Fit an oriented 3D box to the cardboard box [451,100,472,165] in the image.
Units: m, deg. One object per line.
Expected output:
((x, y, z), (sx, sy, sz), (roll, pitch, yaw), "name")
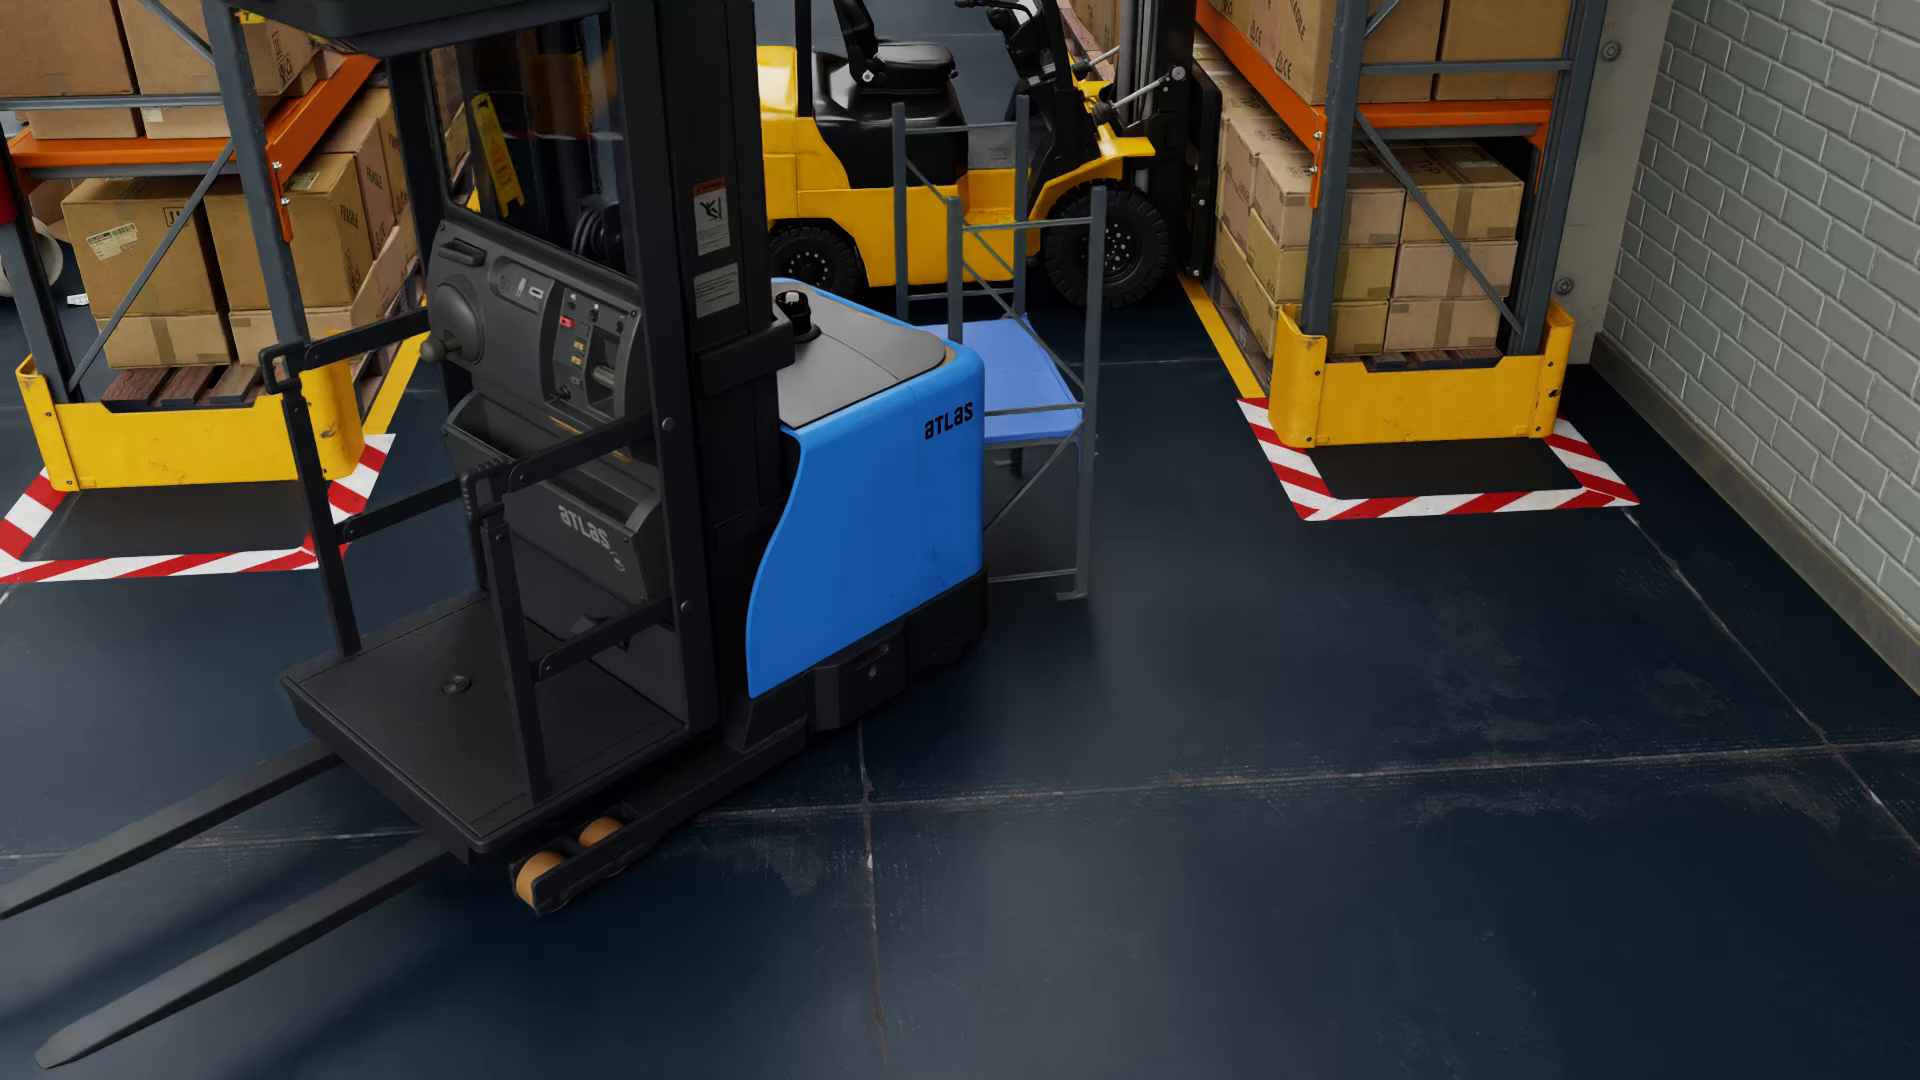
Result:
((-3.084, -2.307, 9.459), (0.500, 0.250, 0.500), (-1, 31, -2), "cardboard box")

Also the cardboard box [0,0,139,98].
((-3.358, -1.988, 6.266), (0.500, 0.500, 0.500), (-3, 31, -5), "cardboard box")

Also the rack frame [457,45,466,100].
((-3.407, -3.596, 9.345), (1.000, 3.000, 0.127), (-3, 31, -5), "rack frame")

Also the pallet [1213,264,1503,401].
((1.795, -0.985, 7.693), (1.003, 0.211, 1.213), (-3, 31, -5), "pallet")

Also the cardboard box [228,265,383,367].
((-2.833, -0.979, 7.236), (0.500, 0.250, 0.500), (-3, 31, -5), "cardboard box")

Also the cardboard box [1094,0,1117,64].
((1.410, -3.659, 11.357), (0.875, 0.625, 0.625), (-3, 31, -5), "cardboard box")

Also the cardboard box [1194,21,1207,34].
((1.305, -2.741, 9.211), (0.500, 0.250, 0.500), (-3, 31, -5), "cardboard box")

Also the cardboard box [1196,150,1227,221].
((1.447, -1.761, 8.057), (0.500, 0.250, 0.500), (-3, 31, -6), "cardboard box")

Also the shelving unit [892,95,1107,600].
((0.106, -0.681, 5.927), (0.538, 1.500, 1.048), (-6, 31, -10), "shelving unit")

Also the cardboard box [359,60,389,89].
((-2.986, -2.109, 8.396), (0.500, 0.500, 0.500), (-1, 31, -2), "cardboard box")

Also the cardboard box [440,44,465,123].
((-3.084, -2.629, 9.266), (0.500, 0.500, 0.500), (-3, 31, -5), "cardboard box")

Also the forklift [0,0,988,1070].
((-1.289, -0.539, 4.294), (1.130, 2.935, 3.031), (26, 40, 36), "forklift")

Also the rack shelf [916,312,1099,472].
((0.106, -0.526, 6.019), (0.538, 0.185, 1.000), (-6, 31, -10), "rack shelf")

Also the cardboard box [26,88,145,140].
((-3.281, -1.627, 6.293), (0.380, 0.149, 0.250), (-2, 31, -3), "cardboard box")

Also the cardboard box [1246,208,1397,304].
((1.552, -1.242, 7.188), (0.500, 0.250, 0.500), (-3, 31, -5), "cardboard box")

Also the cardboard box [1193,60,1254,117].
((1.405, -2.220, 8.338), (0.500, 0.250, 0.500), (-3, 31, -6), "cardboard box")

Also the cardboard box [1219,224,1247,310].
((1.513, -1.273, 7.727), (0.500, 0.250, 0.500), (-3, 31, -5), "cardboard box")

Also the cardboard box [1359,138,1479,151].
((2.002, -1.732, 7.522), (0.500, 0.250, 0.500), (-3, 31, -5), "cardboard box")

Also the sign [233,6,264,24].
((-2.493, -1.952, 5.748), (0.100, 0.325, 0.005), (-3, 31, -5), "sign")

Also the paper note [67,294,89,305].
((-4.341, -1.200, 8.230), (0.142, 0.019, 0.148), (-14, 33, -22), "paper note")

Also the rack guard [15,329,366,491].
((-3.040, -0.520, 6.632), (1.175, 0.500, 0.348), (-3, 31, -5), "rack guard")

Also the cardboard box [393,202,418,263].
((-2.937, -1.518, 8.138), (0.500, 0.250, 0.500), (-1, 31, -1), "cardboard box")

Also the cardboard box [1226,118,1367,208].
((1.501, -1.703, 7.473), (0.500, 0.250, 0.500), (-2, 31, -4), "cardboard box")

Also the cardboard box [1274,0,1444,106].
((1.601, -2.075, 6.702), (0.500, 0.500, 0.500), (-3, 31, -6), "cardboard box")

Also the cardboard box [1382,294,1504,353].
((2.057, -1.054, 7.361), (0.500, 0.250, 0.500), (-3, 31, -4), "cardboard box")

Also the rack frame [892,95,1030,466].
((0.004, -0.936, 6.355), (0.500, 1.500, 0.032), (-6, 31, -10), "rack frame")

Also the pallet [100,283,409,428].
((-3.081, -0.812, 7.404), (1.003, 0.211, 1.213), (-3, 31, -5), "pallet")

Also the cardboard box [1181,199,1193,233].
((1.404, -1.793, 8.598), (0.500, 0.250, 0.500), (-2, 31, -3), "cardboard box")

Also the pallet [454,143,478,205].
((-3.309, -2.058, 9.489), (1.003, 0.211, 1.213), (-3, 31, -5), "pallet")

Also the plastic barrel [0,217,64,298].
((-4.733, -1.430, 8.231), (0.512, 0.421, 0.421), (20, 36, 29), "plastic barrel")

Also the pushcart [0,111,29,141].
((-5.672, -2.336, 9.792), (1.648, 0.377, 0.936), (-14, 33, -22), "pushcart")

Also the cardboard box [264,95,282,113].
((-2.897, -1.758, 6.513), (0.380, 0.149, 0.250), (-2, 31, -4), "cardboard box")

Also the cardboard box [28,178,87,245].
((-4.661, -1.912, 8.961), (0.500, 0.500, 0.500), (20, 36, 29), "cardboard box")

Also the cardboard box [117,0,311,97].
((-2.801, -1.980, 6.252), (0.500, 0.500, 0.500), (-3, 31, -5), "cardboard box")

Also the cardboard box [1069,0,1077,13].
((1.275, -4.387, 12.575), (0.875, 0.625, 0.625), (-2, 31, -3), "cardboard box")

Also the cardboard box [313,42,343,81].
((-2.818, -2.029, 6.966), (0.380, 0.149, 0.250), (-2, 31, -4), "cardboard box")

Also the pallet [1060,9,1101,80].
((1.310, -3.637, 12.134), (1.003, 0.211, 1.213), (-3, 31, -5), "pallet")

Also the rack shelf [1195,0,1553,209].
((1.722, -2.506, 8.222), (1.077, 0.370, 4.000), (-3, 31, -5), "rack shelf")

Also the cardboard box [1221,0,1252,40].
((1.514, -2.602, 7.584), (0.500, 0.500, 0.500), (-3, 31, -6), "cardboard box")

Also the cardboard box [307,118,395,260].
((-2.889, -1.580, 7.510), (0.500, 0.500, 0.500), (-4, 31, -6), "cardboard box")
